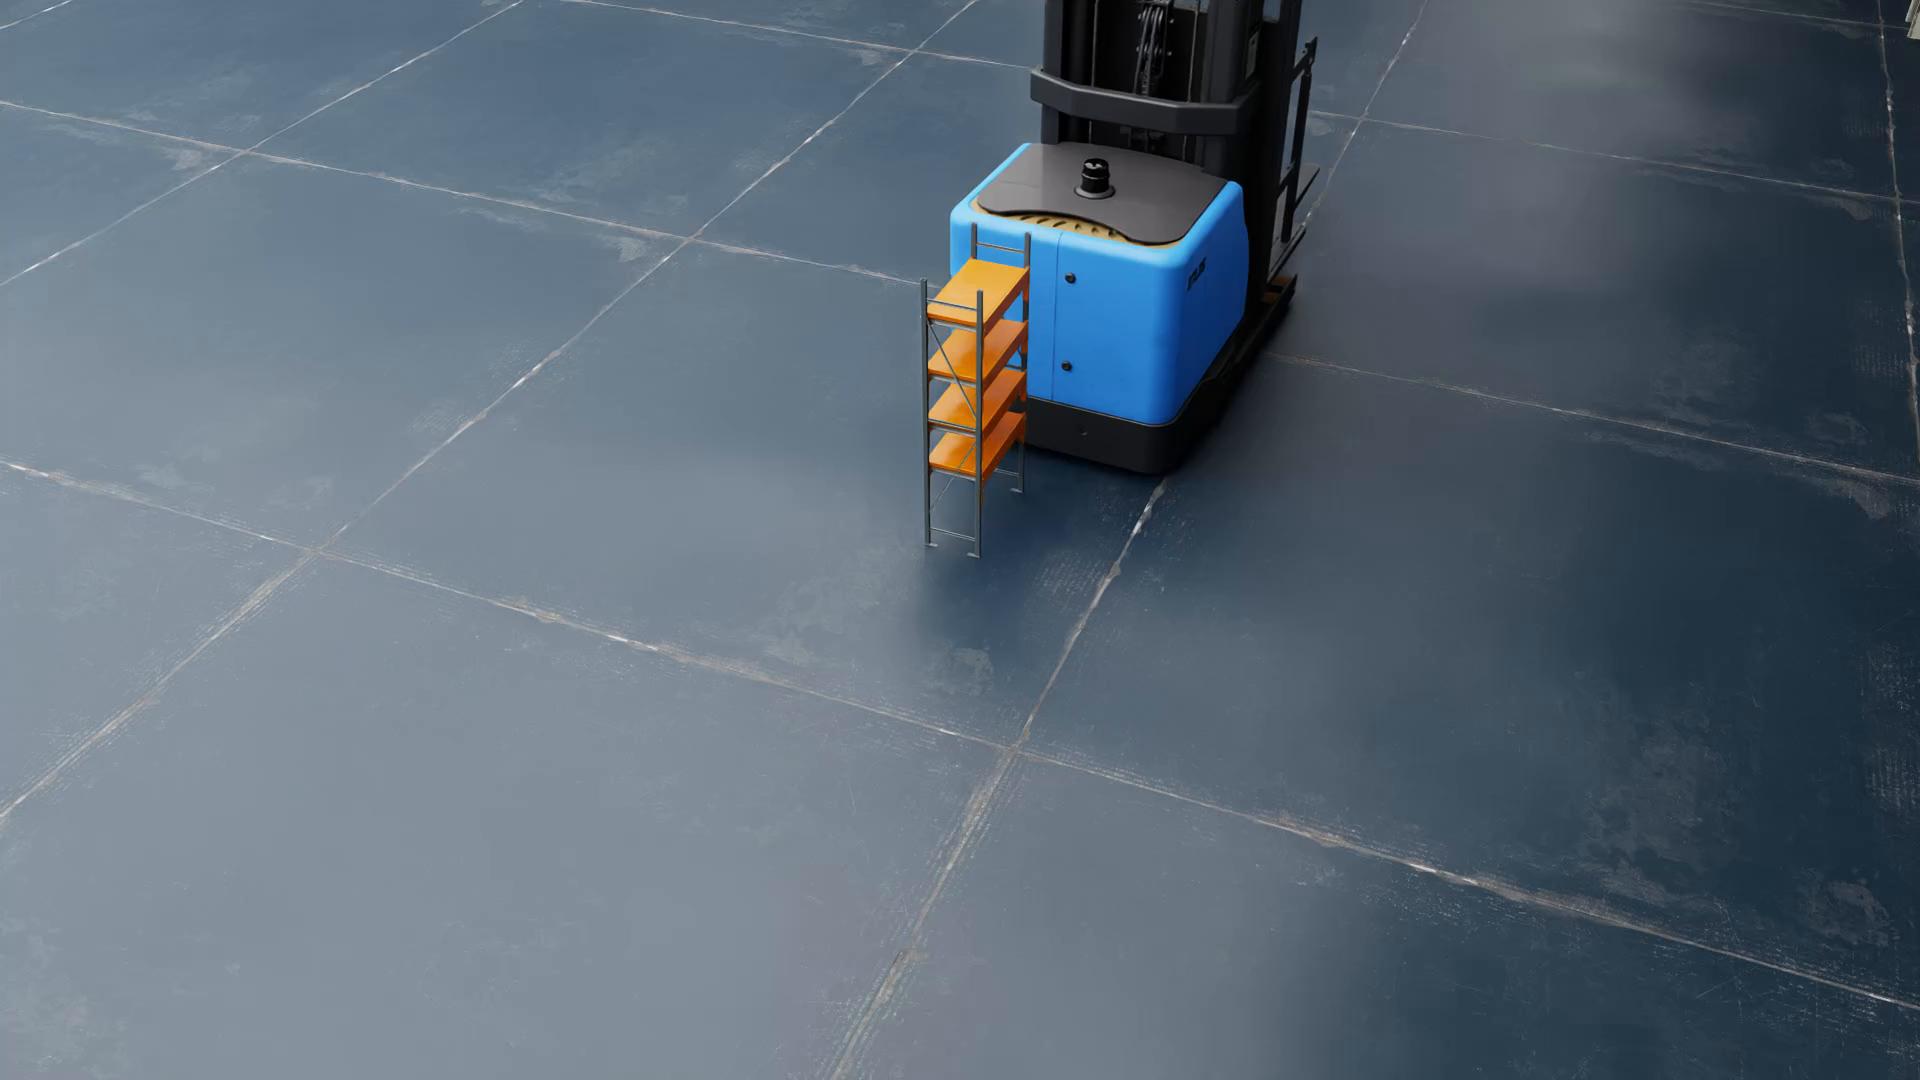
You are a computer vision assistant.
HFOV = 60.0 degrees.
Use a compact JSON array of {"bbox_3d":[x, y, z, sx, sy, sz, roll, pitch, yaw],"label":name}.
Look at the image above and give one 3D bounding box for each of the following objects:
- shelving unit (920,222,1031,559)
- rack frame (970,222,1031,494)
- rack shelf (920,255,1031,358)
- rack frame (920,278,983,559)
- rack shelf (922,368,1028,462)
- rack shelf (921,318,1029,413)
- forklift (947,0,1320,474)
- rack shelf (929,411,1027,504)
[{"bbox_3d":[0.063,-0.572,6.513,0.258,1.200,0.503,14,39,18],"label":"shelving unit"},{"bbox_3d":[0.156,-0.707,6.694,0.240,1.200,0.015,14,39,18],"label":"rack frame"},{"bbox_3d":[0.063,-0.887,6.278,0.258,0.148,0.480,14,39,18],"label":"rack shelf"},{"bbox_3d":[-0.030,-0.437,6.333,0.240,1.200,0.015,14,39,18],"label":"rack frame"},{"bbox_3d":[0.063,-0.518,6.554,0.258,0.148,0.480,14,39,18],"label":"rack shelf"},{"bbox_3d":[0.063,-0.698,6.420,0.258,0.148,0.480,14,39,18],"label":"rack shelf"},{"bbox_3d":[1.027,-2.326,7.414,1.130,2.935,3.031,16,40,20],"label":"forklift"},{"bbox_3d":[0.063,-0.359,6.673,0.258,0.148,0.480,14,39,18],"label":"rack shelf"}]
